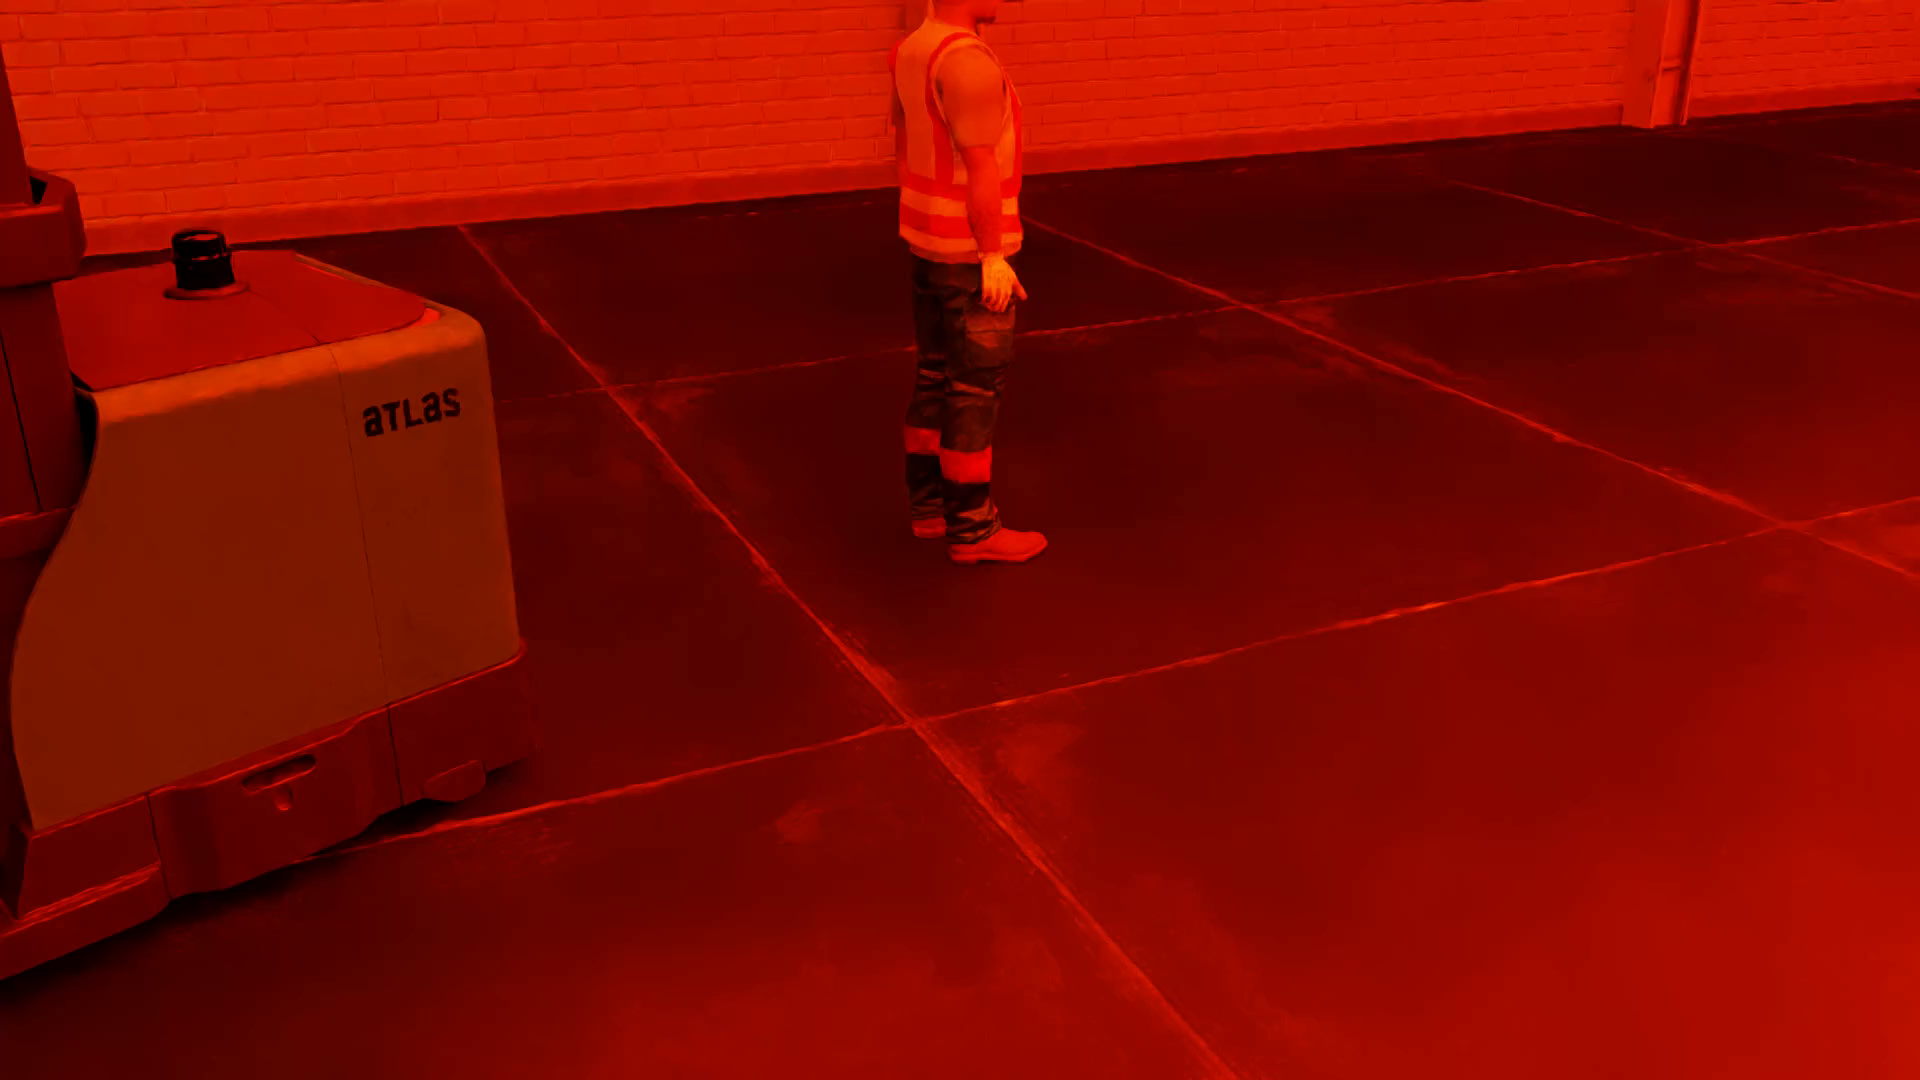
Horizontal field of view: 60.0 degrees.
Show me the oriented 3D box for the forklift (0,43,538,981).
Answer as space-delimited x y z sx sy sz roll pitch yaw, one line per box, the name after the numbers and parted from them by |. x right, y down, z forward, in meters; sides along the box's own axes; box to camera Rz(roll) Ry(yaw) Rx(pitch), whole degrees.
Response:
-2.363 -0.551 2.612 1.130 2.935 3.031 21 30 41 | forklift

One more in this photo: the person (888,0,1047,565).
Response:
0.018 -0.831 4.772 0.349 1.795 0.540 -10 25 -23 | person
